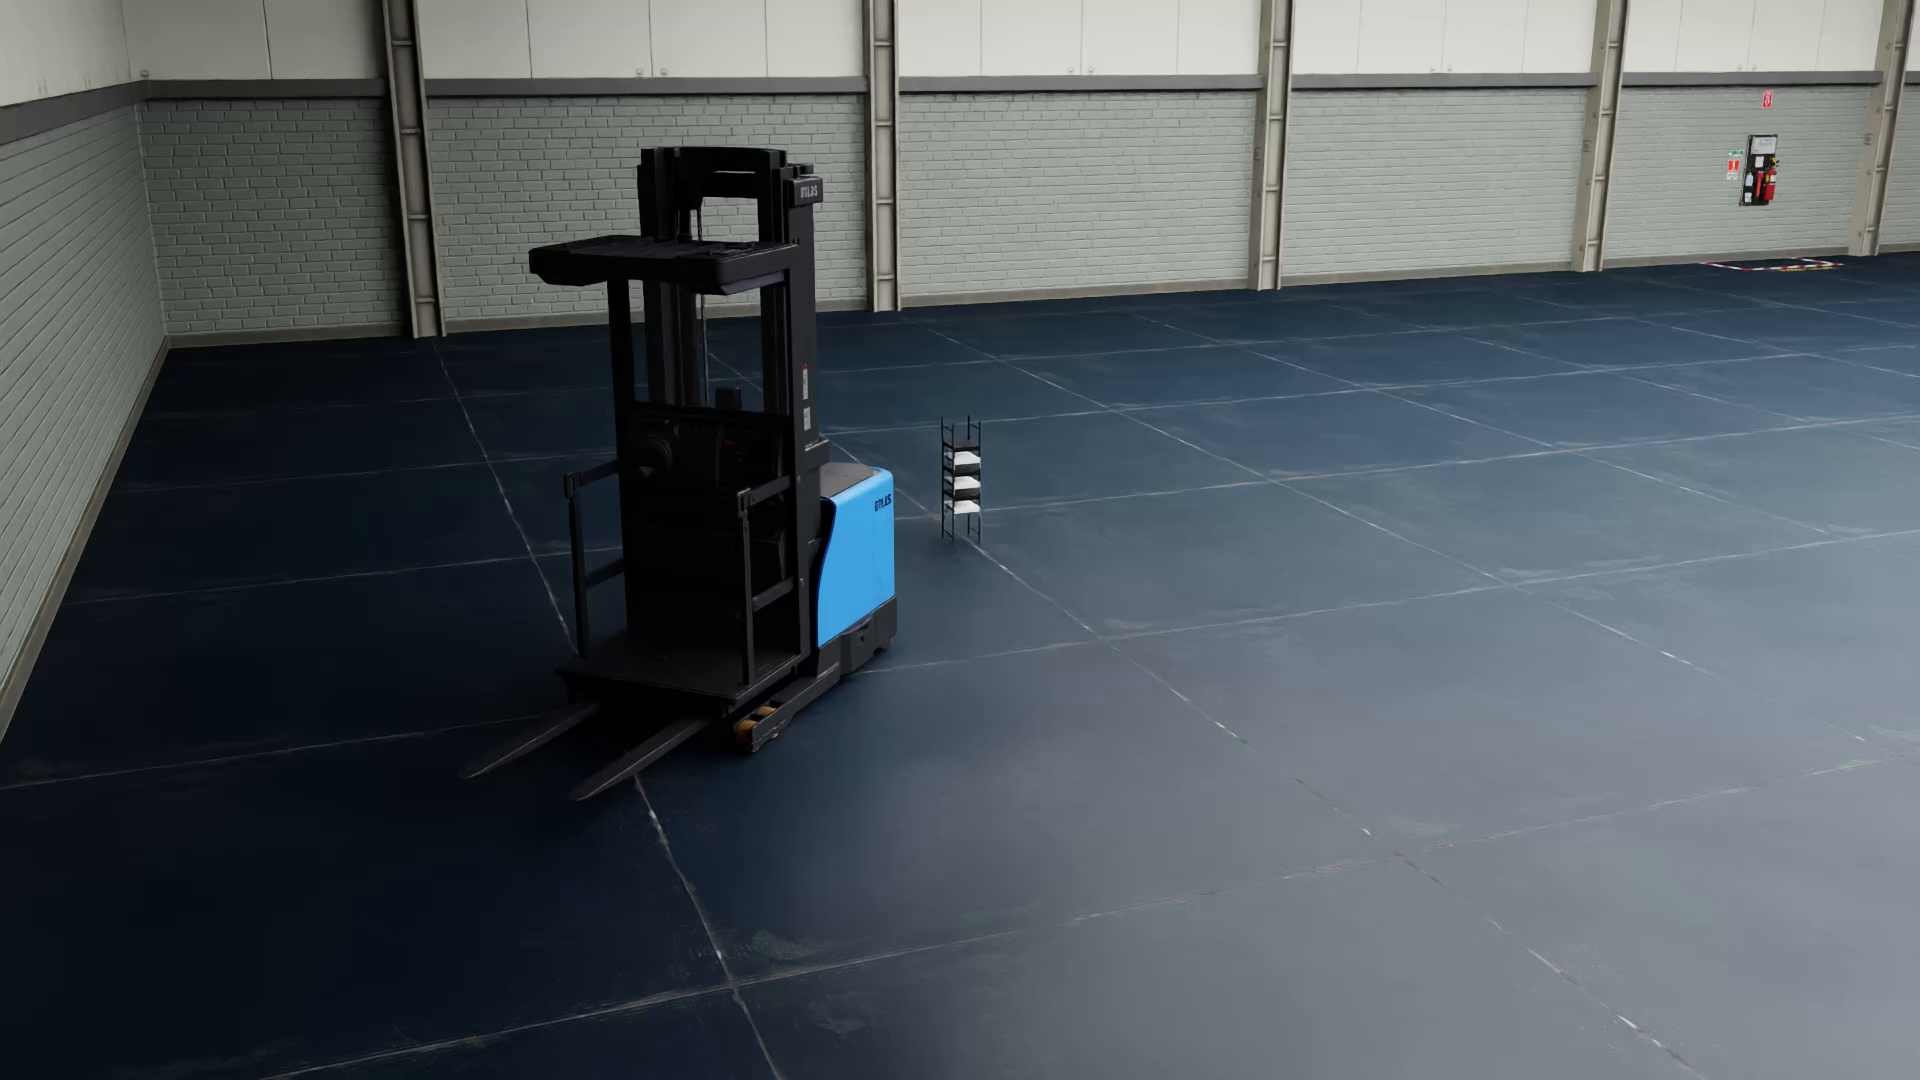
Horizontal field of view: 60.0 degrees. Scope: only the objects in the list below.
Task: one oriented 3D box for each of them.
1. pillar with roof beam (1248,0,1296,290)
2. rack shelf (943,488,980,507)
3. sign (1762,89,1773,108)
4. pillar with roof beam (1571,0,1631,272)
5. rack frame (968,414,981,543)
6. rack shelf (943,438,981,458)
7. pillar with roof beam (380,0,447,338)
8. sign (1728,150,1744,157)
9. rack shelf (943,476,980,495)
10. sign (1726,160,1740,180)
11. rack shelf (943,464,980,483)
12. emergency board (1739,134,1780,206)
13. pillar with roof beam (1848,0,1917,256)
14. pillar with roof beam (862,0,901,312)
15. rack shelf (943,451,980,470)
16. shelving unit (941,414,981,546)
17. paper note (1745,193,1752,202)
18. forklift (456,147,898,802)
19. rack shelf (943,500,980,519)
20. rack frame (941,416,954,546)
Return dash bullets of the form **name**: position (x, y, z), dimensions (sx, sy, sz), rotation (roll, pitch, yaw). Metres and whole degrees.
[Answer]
- **pillar with roof beam**: position (6.097, -6.957, 19.817), dimensions (0.400, 9.000, 9.100), rotation (-6, 17, -20)
- **rack shelf**: position (0.008, -0.314, 12.009), dimensions (0.200, 0.077, 0.258), rotation (-6, 17, -20)
- **sign**: position (13.398, -7.319, 27.585), dimensions (0.199, 0.298, 0.001), rotation (-6, 17, -20)
- **pillar with roof beam**: position (11.700, -7.562, 21.877), dimensions (0.400, 9.000, 9.100), rotation (-6, 17, -20)
- **rack frame**: position (0.103, -0.443, 12.009), dimensions (0.006, 0.900, 0.240), rotation (-6, 17, -20)
- **rack shelf**: position (0.008, -0.660, 11.908), dimensions (0.200, 0.077, 0.258), rotation (-6, 17, -20)
- **pillar with roof beam**: position (-5.108, -5.747, 15.697), dimensions (0.400, 9.000, 9.100), rotation (-6, 17, -20)
- **sign**: position (12.895, -6.423, 27.642), dimensions (0.331, 0.109, 0.001), rotation (-6, 17, -20)
- **rack shelf**: position (0.008, -0.401, 11.984), dimensions (0.200, 0.077, 0.258), rotation (-6, 17, -20)
- **sign**: position (12.888, -6.170, 27.723), dimensions (0.234, 0.329, 0.001), rotation (-6, 17, -20)
- **rack shelf**: position (0.008, -0.487, 11.958), dimensions (0.200, 0.077, 0.258), rotation (-6, 17, -20)
- **emergency board**: position (13.441, -6.182, 27.825), dimensions (0.643, 1.169, 0.194), rotation (-6, 17, -20)
- **pillar with roof beam**: position (17.303, -8.167, 23.937), dimensions (0.400, 9.000, 9.100), rotation (-6, 17, -20)
- **pillar with roof beam**: position (0.494, -6.352, 17.757), dimensions (0.400, 9.000, 9.100), rotation (-6, 17, -20)
- **rack shelf**: position (0.008, -0.573, 11.933), dimensions (0.200, 0.077, 0.258), rotation (-6, 17, -20)
- **shelving unit**: position (0.008, -0.433, 11.974), dimensions (0.210, 0.900, 0.258), rotation (-6, 17, -20)
- **paper note**: position (13.251, -5.759, 27.950), dimensions (0.142, 0.148, 0.016), rotation (-6, 17, -20)
- **forklift**: position (-1.415, -0.464, 8.477), dimensions (1.130, 2.935, 3.031), rotation (7, 18, 22)
- **rack shelf**: position (0.008, -0.228, 12.034), dimensions (0.200, 0.077, 0.258), rotation (-6, 17, -20)
- **rack frame**: position (-0.087, -0.422, 11.939), dimensions (0.006, 0.900, 0.240), rotation (-6, 17, -20)
